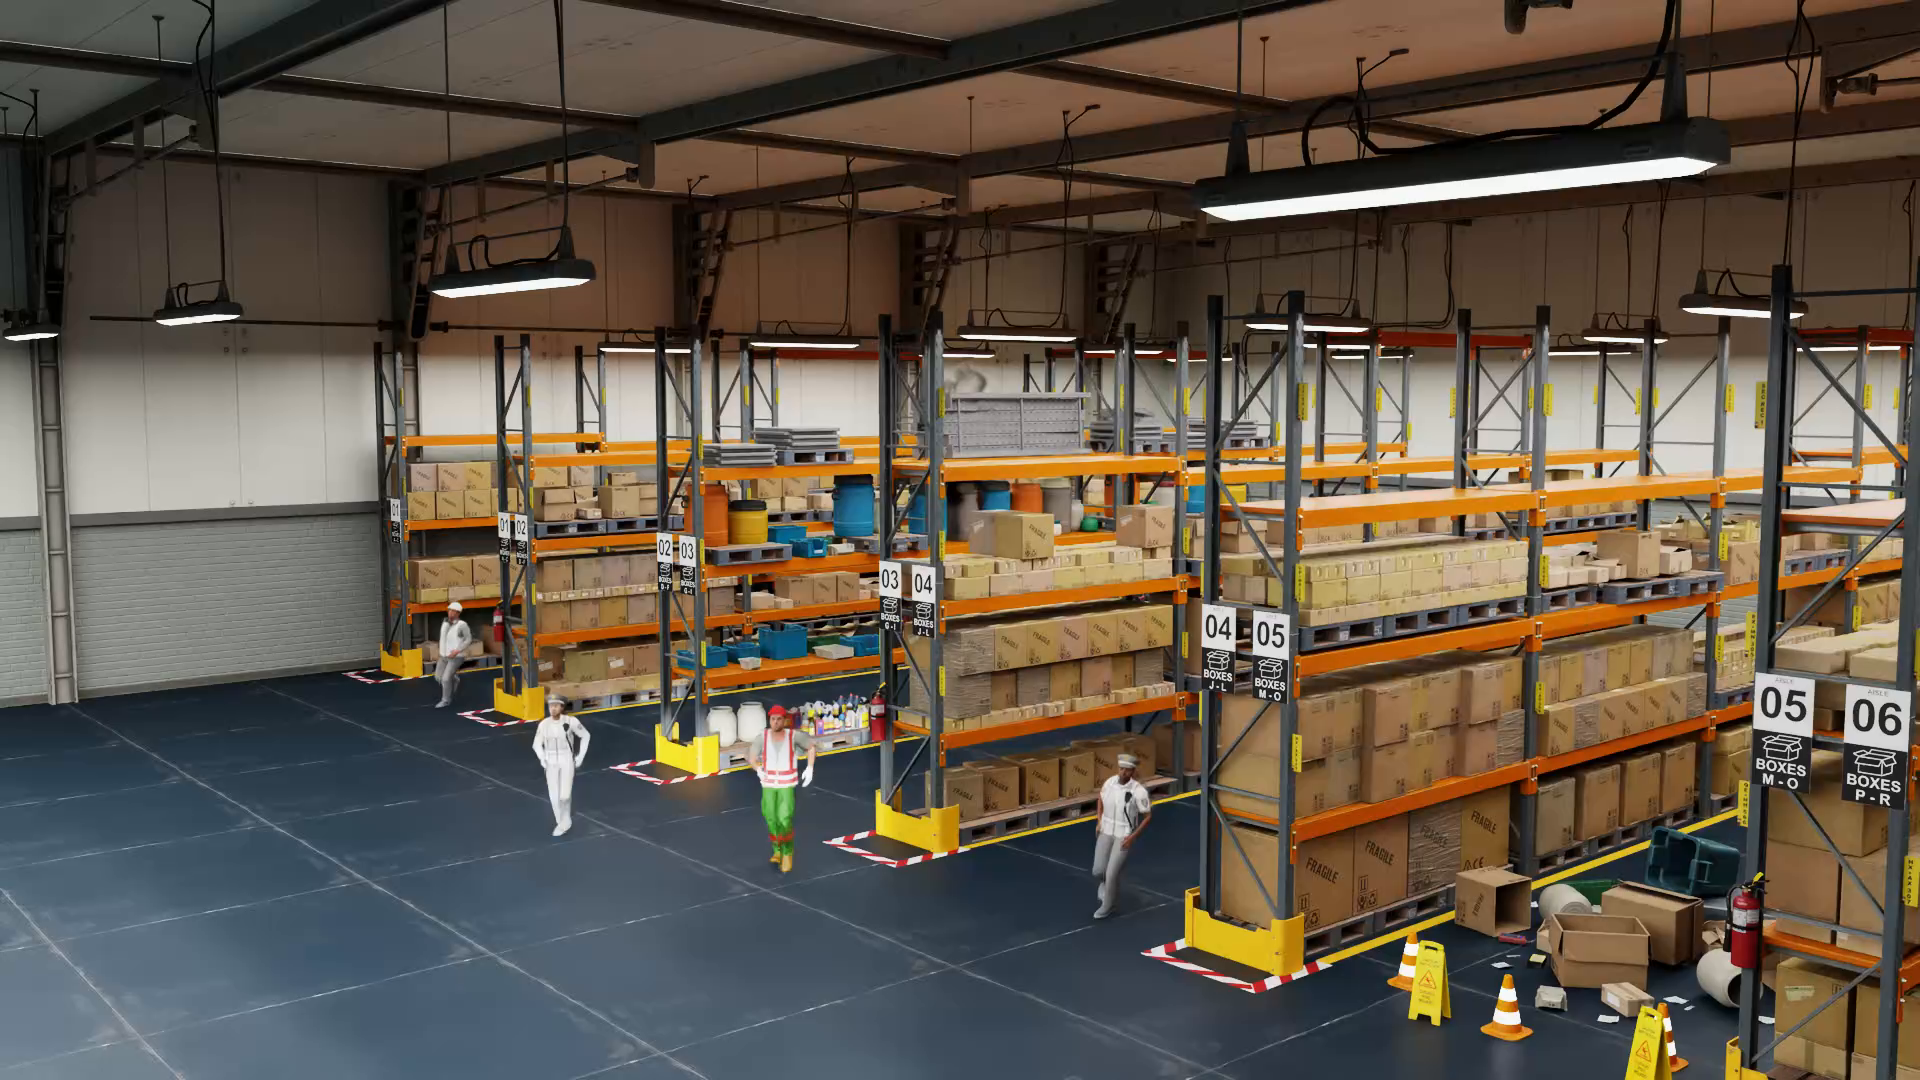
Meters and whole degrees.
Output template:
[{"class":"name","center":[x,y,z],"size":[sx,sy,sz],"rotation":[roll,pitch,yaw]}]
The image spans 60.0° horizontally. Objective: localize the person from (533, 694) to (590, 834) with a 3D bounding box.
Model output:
[{"class":"person","center":[-4.623,2.595,19.207],"size":[0.629,1.654,0.534],"rotation":[0,5,-1]}]

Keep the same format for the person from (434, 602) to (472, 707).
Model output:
[{"class":"person","center":[-8.222,1.870,27.131],"size":[0.678,1.748,0.586],"rotation":[2,6,24]}]

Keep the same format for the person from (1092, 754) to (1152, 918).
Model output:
[{"class":"person","center":[1.589,2.876,16.298],"size":[0.643,1.646,0.528],"rotation":[3,6,28]}]

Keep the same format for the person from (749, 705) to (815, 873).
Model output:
[{"class":"person","center":[-1.925,2.670,17.821],"size":[0.685,1.817,0.712],"rotation":[0,5,5]}]
